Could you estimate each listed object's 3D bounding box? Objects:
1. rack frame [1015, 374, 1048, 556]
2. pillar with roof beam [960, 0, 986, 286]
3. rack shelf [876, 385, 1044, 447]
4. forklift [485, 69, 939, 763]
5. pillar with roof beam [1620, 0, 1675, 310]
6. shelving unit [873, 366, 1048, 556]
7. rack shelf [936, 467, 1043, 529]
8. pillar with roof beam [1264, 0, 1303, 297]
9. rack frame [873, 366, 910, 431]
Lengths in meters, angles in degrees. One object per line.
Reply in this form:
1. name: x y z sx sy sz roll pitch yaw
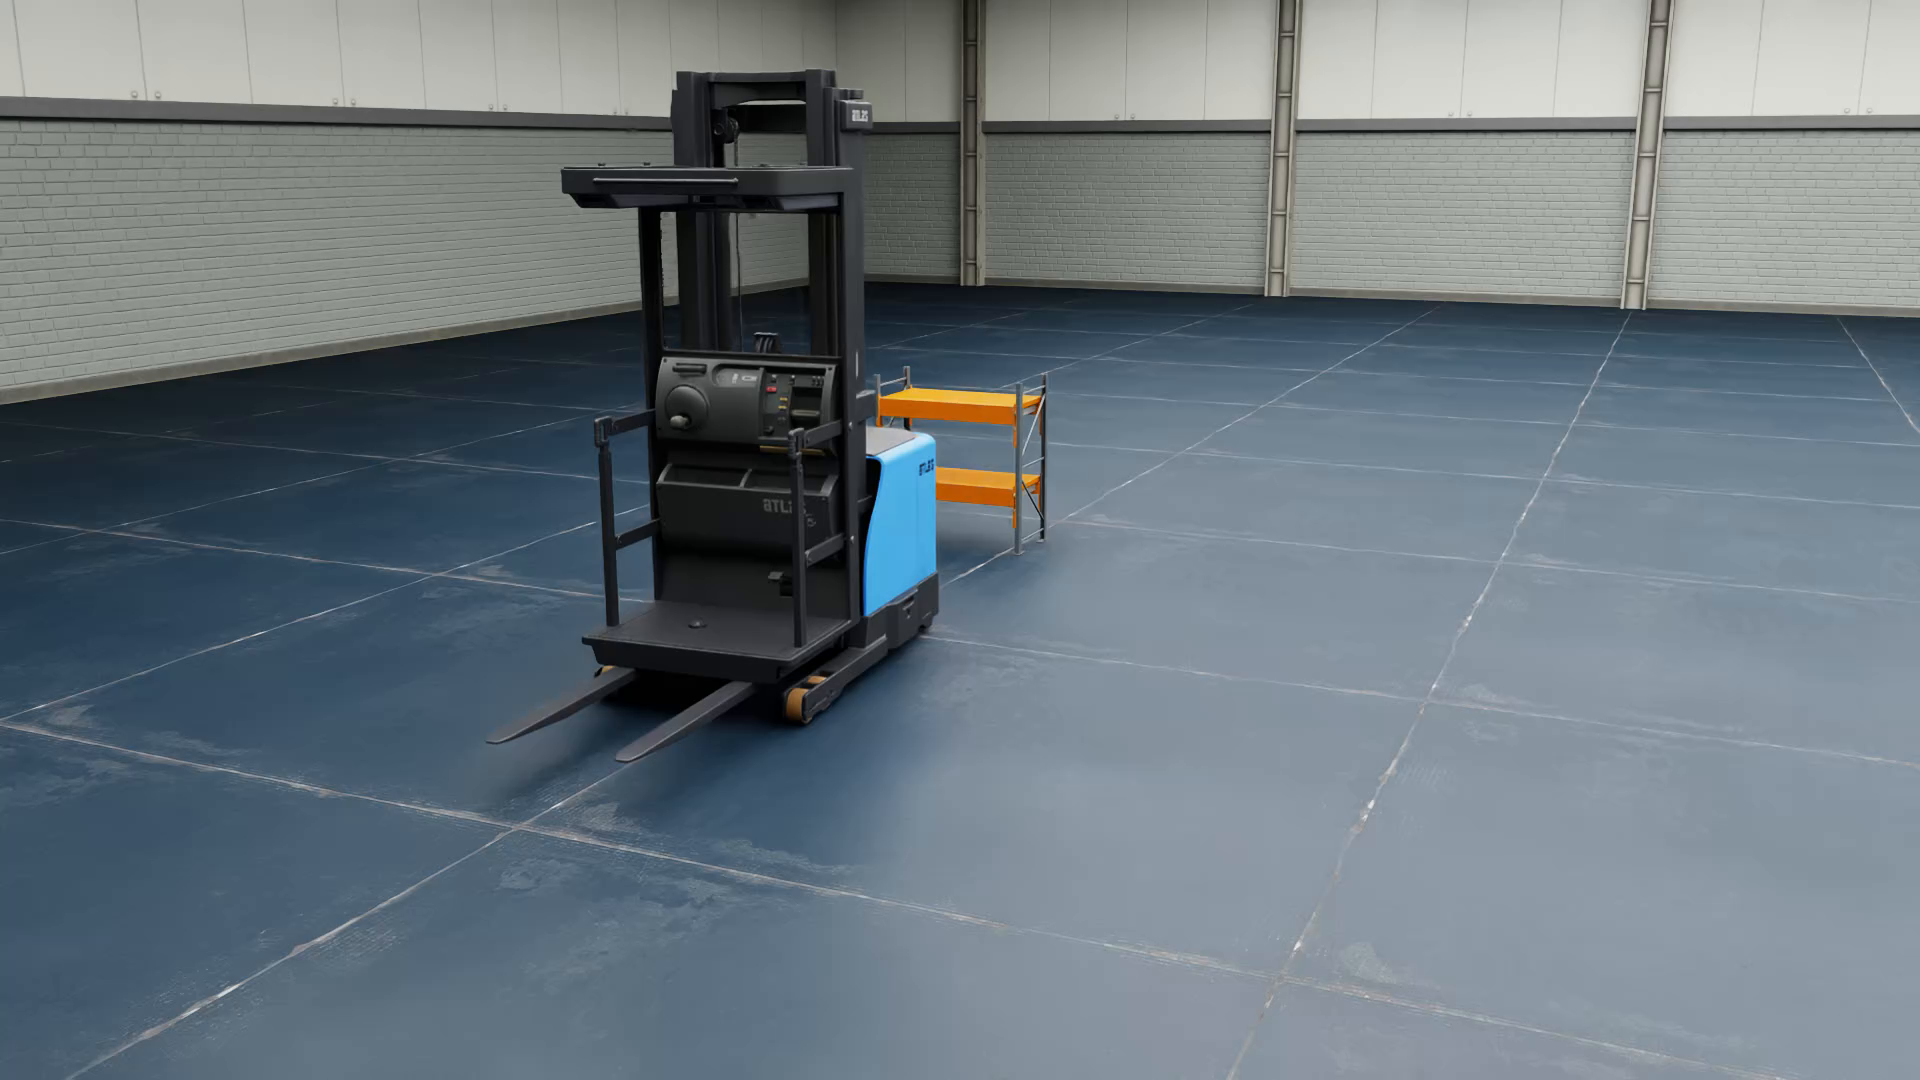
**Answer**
1. rack frame: 0.471 -0.500 10.923 0.032 1.125 0.500 6 14 23
2. pillar with roof beam: -1.496 -8.454 27.583 0.400 9.000 9.100 6 14 23
3. rack shelf: 0.006 -0.832 11.057 1.000 0.278 0.538 6 14 23
4. forklift: -1.103 -0.687 7.766 1.130 2.935 3.031 5 14 20
5. pillar with roof beam: 9.476 -7.343 22.851 0.400 9.000 9.100 6 14 23
6. shelving unit: 0.006 -0.547 11.124 1.048 1.125 0.538 6 14 23
7. rack shelf: 0.006 -0.309 11.180 1.000 0.278 0.538 6 14 23
8. pillar with roof beam: 3.990 -7.898 25.217 0.400 9.000 9.100 6 14 23
9. rack frame: -0.459 -0.594 11.324 0.032 1.125 0.500 6 14 23
